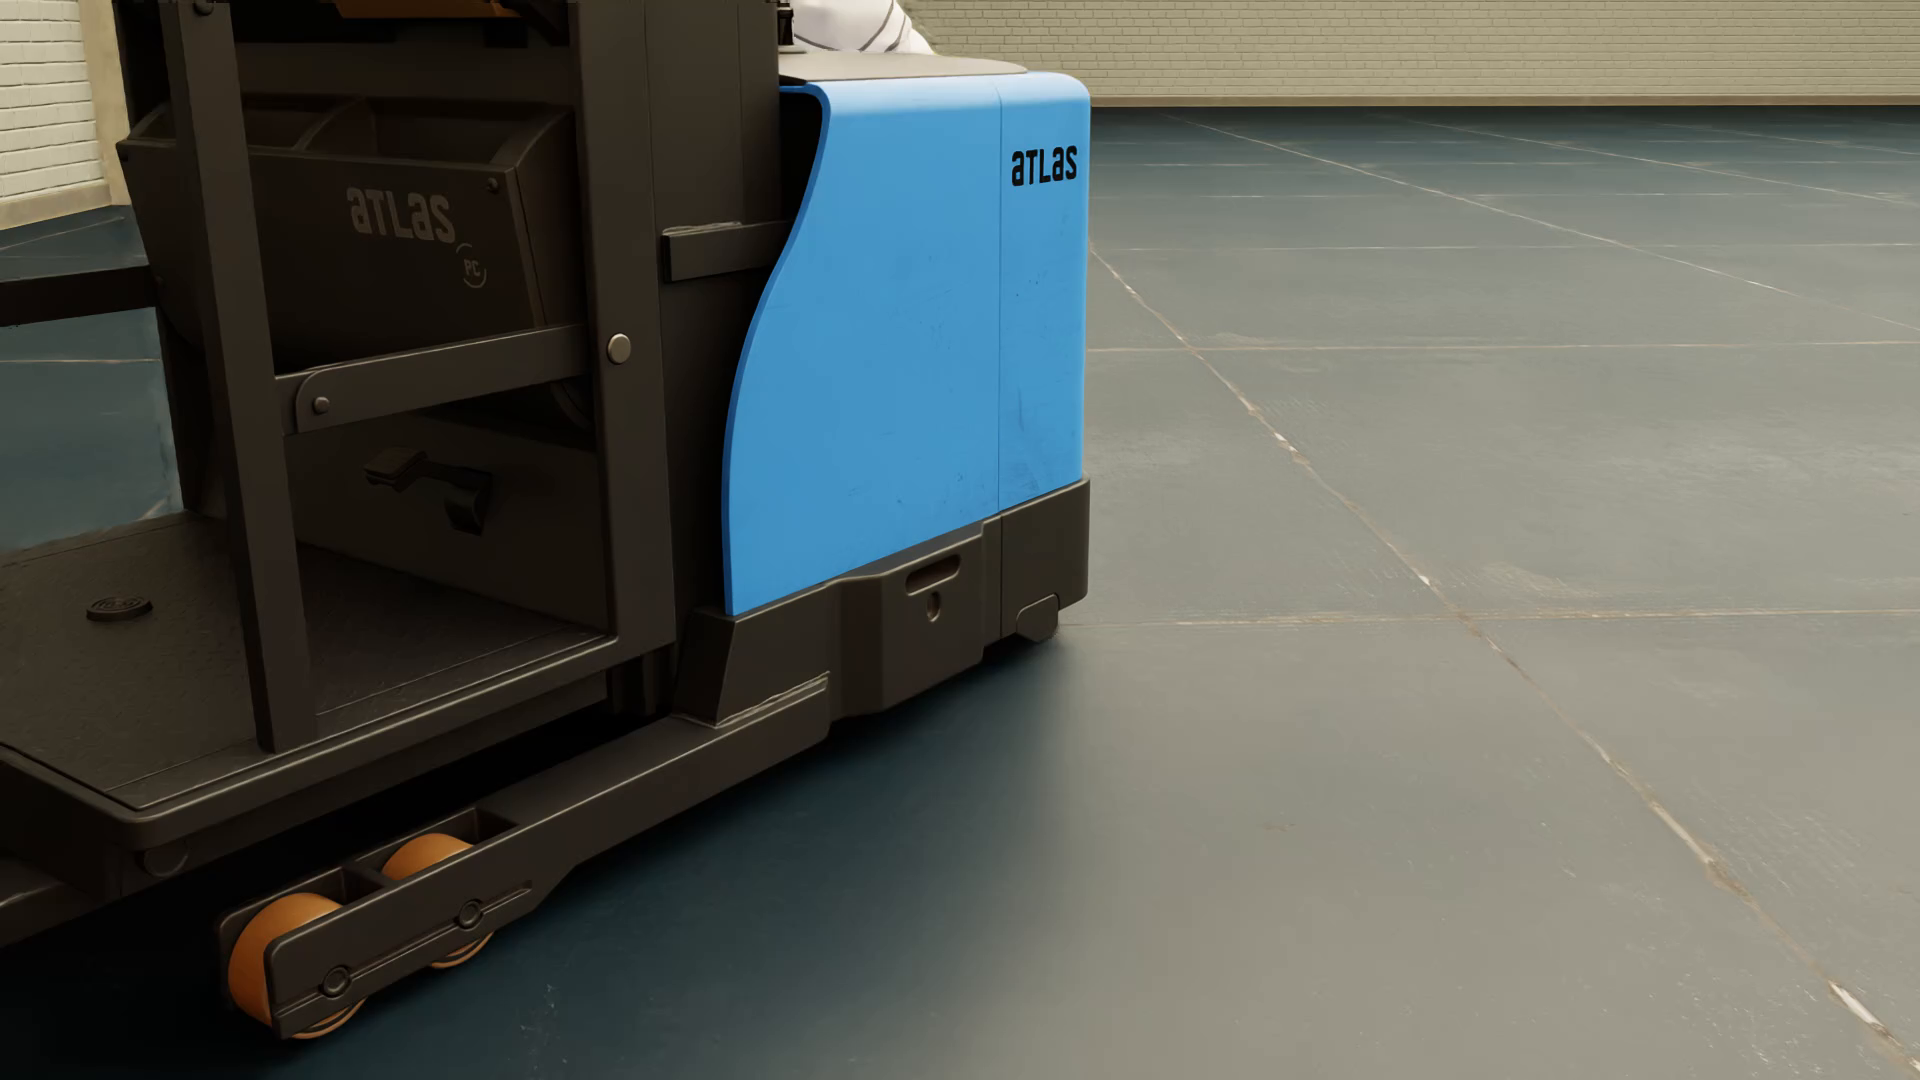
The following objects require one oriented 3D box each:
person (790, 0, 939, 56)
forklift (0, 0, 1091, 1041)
[{"bbox_3d":[-0.193,-0.891,4.263,0.750,1.493,0.723,5,18,15],"label":"person"},{"bbox_3d":[-1.018,-0.970,2.078,1.130,2.935,3.031,12,21,34],"label":"forklift"}]
